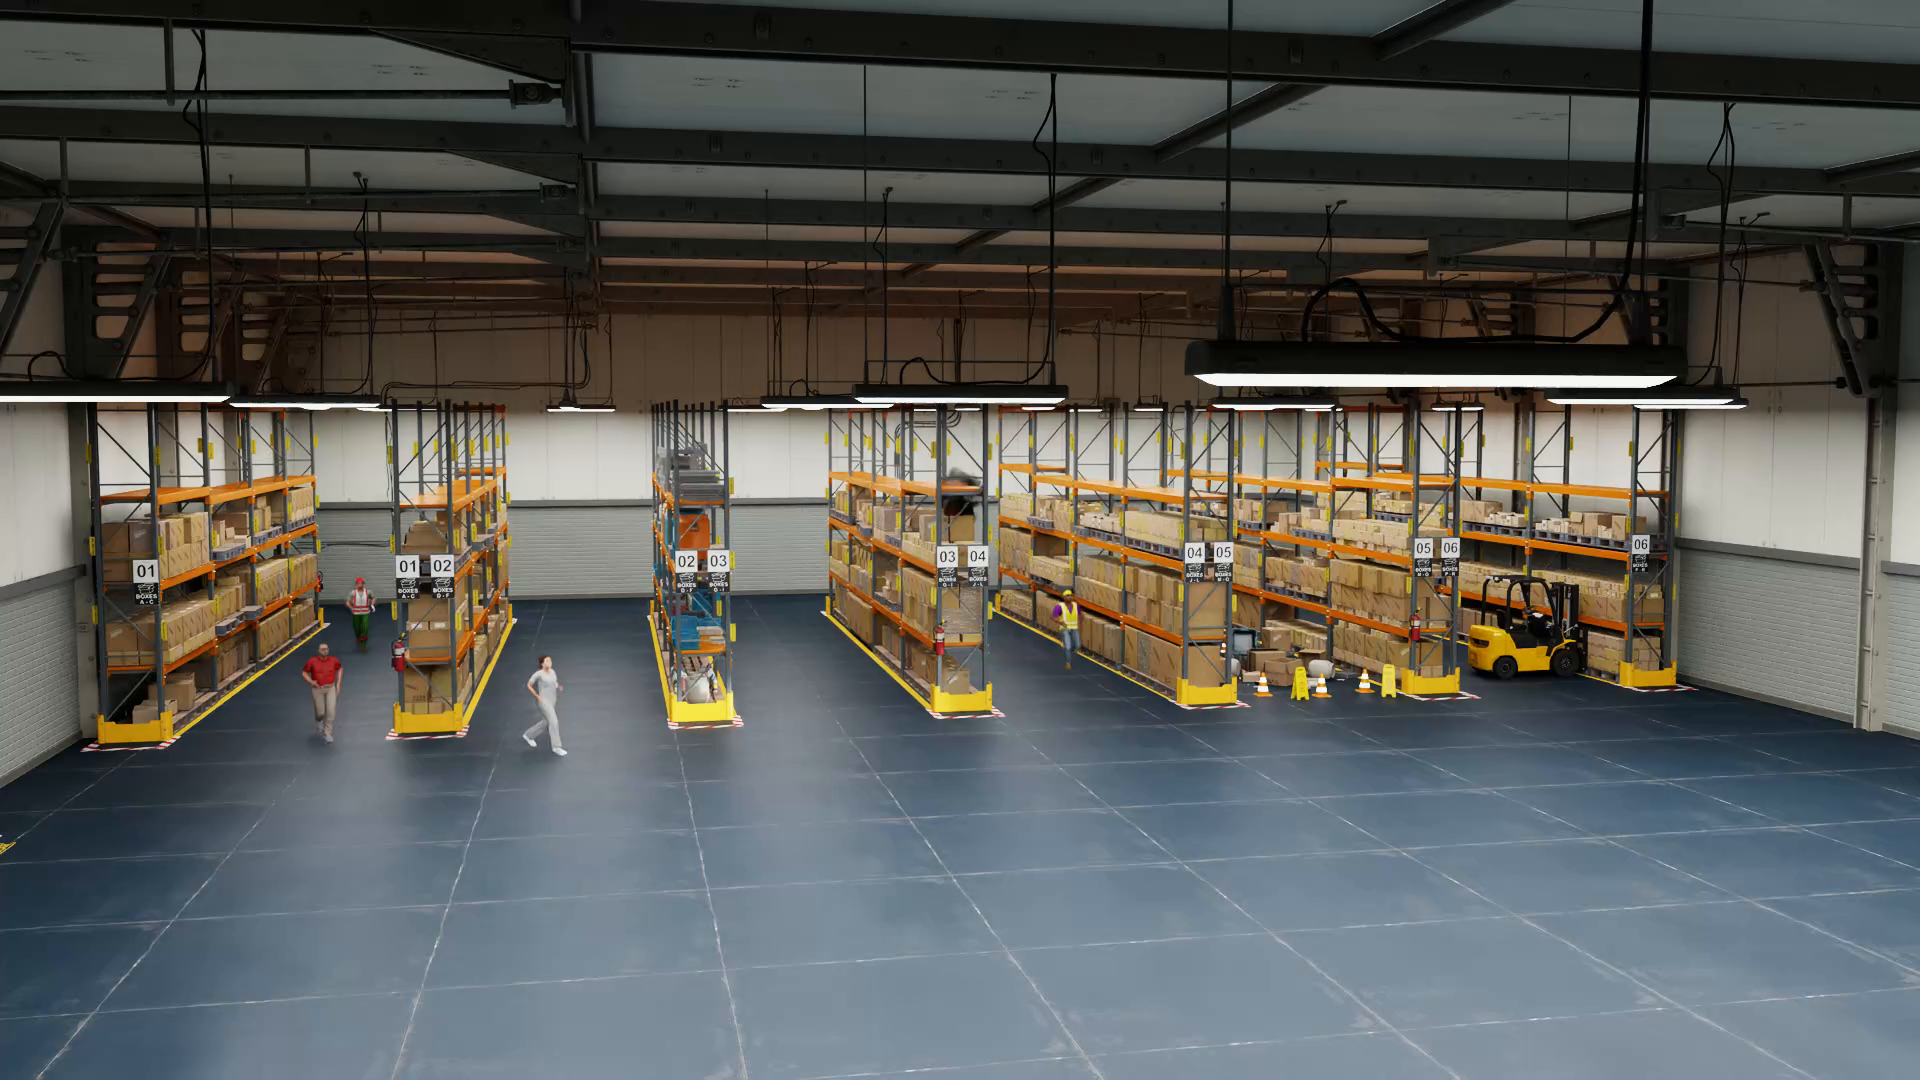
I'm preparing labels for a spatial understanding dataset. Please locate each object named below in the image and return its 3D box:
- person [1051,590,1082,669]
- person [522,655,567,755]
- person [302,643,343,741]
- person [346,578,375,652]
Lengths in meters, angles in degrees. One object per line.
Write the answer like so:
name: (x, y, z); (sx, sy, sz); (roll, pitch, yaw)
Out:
person: (2.362, 1.944, 36.200); (0.760, 1.721, 0.555); (-2, 5, -20)
person: (-7.021, 2.768, 28.153); (0.892, 1.681, 0.557); (2, 5, 23)
person: (-11.260, 2.674, 29.420); (0.699, 1.716, 0.739); (-2, 5, -29)
person: (-14.547, 1.793, 40.403); (0.665, 1.767, 0.904); (-2, 5, -23)
